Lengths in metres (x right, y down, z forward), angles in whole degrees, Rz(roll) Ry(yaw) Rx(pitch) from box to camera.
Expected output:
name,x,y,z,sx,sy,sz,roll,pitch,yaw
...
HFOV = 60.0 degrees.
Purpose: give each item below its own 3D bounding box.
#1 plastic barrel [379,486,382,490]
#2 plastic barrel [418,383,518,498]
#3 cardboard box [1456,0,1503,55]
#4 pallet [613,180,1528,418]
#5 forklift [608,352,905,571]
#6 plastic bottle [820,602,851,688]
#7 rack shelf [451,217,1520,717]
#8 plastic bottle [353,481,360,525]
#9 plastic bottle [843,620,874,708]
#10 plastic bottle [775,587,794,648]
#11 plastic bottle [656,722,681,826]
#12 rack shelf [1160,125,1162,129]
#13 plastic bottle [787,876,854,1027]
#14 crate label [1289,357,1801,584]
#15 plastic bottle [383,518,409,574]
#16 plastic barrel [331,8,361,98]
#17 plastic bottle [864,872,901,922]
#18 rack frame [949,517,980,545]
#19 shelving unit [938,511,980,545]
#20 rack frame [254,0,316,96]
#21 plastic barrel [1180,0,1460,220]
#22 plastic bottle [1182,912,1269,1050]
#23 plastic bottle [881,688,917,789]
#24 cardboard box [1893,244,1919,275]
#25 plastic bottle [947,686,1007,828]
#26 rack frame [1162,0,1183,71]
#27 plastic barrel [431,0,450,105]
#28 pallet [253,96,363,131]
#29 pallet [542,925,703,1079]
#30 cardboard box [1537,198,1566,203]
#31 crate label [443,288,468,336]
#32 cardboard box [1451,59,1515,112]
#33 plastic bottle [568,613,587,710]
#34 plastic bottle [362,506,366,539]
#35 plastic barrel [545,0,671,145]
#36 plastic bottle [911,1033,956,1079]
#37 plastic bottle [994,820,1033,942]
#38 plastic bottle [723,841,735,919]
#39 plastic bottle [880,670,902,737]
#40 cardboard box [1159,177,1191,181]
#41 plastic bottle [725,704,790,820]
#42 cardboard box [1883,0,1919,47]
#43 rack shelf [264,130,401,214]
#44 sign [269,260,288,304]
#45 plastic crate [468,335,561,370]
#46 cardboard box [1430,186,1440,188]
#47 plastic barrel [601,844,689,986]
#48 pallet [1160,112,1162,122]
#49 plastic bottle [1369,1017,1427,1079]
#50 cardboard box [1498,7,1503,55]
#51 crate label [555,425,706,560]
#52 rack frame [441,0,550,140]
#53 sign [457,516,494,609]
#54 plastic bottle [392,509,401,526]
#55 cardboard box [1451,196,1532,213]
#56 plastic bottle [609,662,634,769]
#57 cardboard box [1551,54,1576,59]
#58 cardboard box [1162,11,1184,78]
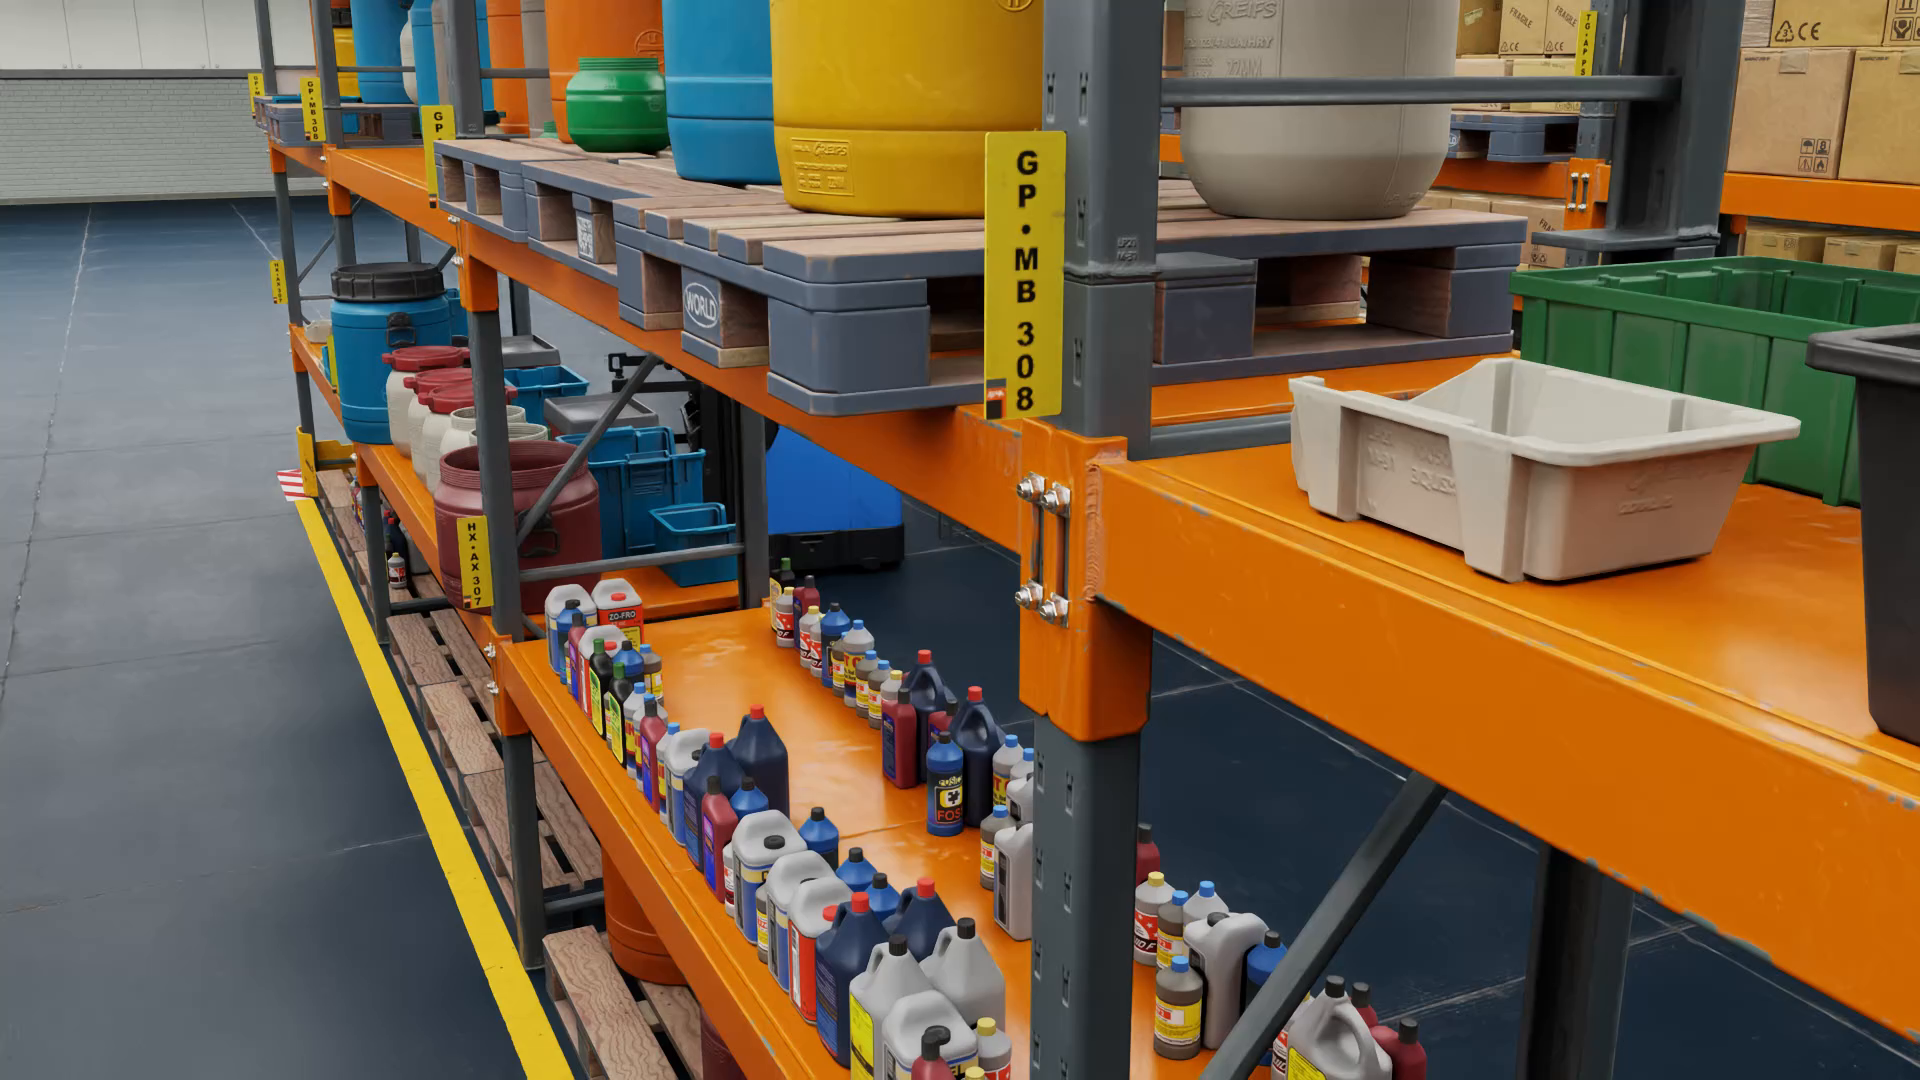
name,x,y,z,sx,sy,sz,roll,pitch,yaw
plastic barrel,-4.111,-0.623,12.233,0.421,0.512,0.421,0,16,0
plastic barrel,-2.203,-0.416,7.515,0.433,0.535,0.433,0,16,0
cardboard box,4.577,-4.692,15.193,0.500,0.500,0.500,-7,17,-23
pallet,0.138,-0.453,2.797,1.213,0.211,1.003,-8,18,-25
forklift,-1.942,-1.248,10.785,3.031,2.935,1.130,-4,16,-12
plastic bottle,-0.402,0.335,5.378,0.097,0.271,0.097,0,16,0
rack shelf,-0.307,-0.512,3.962,1.077,0.370,4.000,-8,18,-25
plastic bottle,-4.091,-0.256,11.330,0.061,0.283,0.133,-7,18,-24
plastic bottle,-0.317,0.384,5.209,0.097,0.271,0.097,0,16,0
plastic bottle,-0.588,0.263,5.755,0.097,0.201,0.097,0,16,0
plastic bottle,-0.752,0.615,4.403,0.097,0.271,0.097,0,16,0
rack shelf,0.643,-3.093,12.957,1.077,0.370,4.000,-8,18,-25
plastic bottle,-0.275,0.866,3.522,0.152,0.276,0.135,-8,18,-25
crate label,0.524,-0.079,1.627,0.293,0.136,0.466,-8,18,-25
plastic bottle,-3.477,0.033,10.201,0.144,0.351,0.185,-8,18,-26
plastic barrel,-4.074,-3.362,11.488,0.600,0.588,0.600,0,16,0
plastic bottle,-0.171,0.848,3.591,0.097,0.271,0.097,0,16,0
rack frame,0.034,-0.558,11.519,0.240,1.200,0.006,-8,18,-25
shelving unit,-0.006,-0.580,11.598,0.258,1.200,0.189,-8,18,-25
rack frame,-4.688,-4.779,12.090,1.000,3.000,0.127,-8,18,-25
plastic barrel,0.564,-0.790,2.619,0.433,0.535,0.433,0,16,0
plastic bottle,0.549,0.888,3.442,0.152,0.276,0.135,-8,18,-25
plastic bottle,-0.170,0.540,4.643,0.061,0.283,0.133,-8,18,-25
cardboard box,6.942,-1.790,11.571,0.700,0.500,0.500,-8,18,-25
plastic bottle,0.050,0.568,4.424,0.144,0.351,0.185,-8,18,-25
rack frame,1.519,-4.385,10.716,1.000,3.000,0.127,-8,18,-25
plastic barrel,-2.231,-2.324,8.065,0.600,0.901,0.600,0,16,0
pallet,-4.413,-3.029,11.774,1.003,0.211,1.213,-8,18,-25
pallet,-0.800,1.619,5.726,1.003,0.211,1.213,-8,18,-25
cardboard box,5.515,-2.793,14.923,0.500,0.500,0.500,-7,17,-23
crate label,-3.638,-1.489,11.436,0.502,0.435,0.616,-8,18,-25
cardboard box,2.776,-2.314,8.450,0.500,0.250,0.500,-7,17,-23
plastic bottle,-1.181,0.378,5.208,0.061,0.283,0.133,-8,18,-25
plastic bottle,-3.891,-0.148,10.977,0.097,0.271,0.097,0,16,0
plastic barrel,-0.937,-1.621,4.982,0.600,0.830,0.708,-8,18,-25
plastic bottle,-0.036,1.026,2.950,0.061,0.283,0.133,-8,18,-25
plastic bottle,0.167,0.768,3.862,0.152,0.276,0.135,-8,18,-25
plastic bottle,-0.511,0.785,3.937,0.097,0.201,0.097,0,16,0
plastic bottle,-0.189,0.490,4.967,0.097,0.201,0.097,0,16,0
cardboard box,1.319,-2.282,11.732,0.700,0.500,0.500,-8,18,-25
plastic bottle,-0.532,0.591,4.344,0.144,0.351,0.185,-8,18,-25
cardboard box,3.903,-2.118,6.261,0.500,0.500,0.500,-8,18,-25
rack shelf,-3.812,-2.495,10.875,1.077,0.370,4.000,-8,18,-25
sign,-5.184,-1.963,12.651,0.100,0.325,0.005,-8,18,-25
plastic crate,-2.448,-0.851,9.163,0.402,0.464,0.583,-8,18,-25
cardboard box,4.615,-3.299,16.686,0.500,0.500,0.500,-8,18,-26
plastic barrel,-0.954,1.049,5.831,0.600,0.830,0.708,-8,18,-25
pallet,1.122,-3.109,11.868,1.003,0.211,1.213,-8,18,-25
plastic bottle,0.792,0.994,3.061,0.061,0.283,0.133,-8,18,-25
cardboard box,4.891,-4.863,15.792,0.500,0.500,0.500,-6,17,-21
crate label,-1.375,-0.208,6.972,0.502,0.435,0.616,-8,18,-25
rack frame,-1.183,-2.795,5.177,1.000,3.000,0.127,-8,18,-25
sign,-1.675,0.078,5.745,0.100,0.325,0.005,-8,18,-25
plastic bottle,-3.621,-0.081,10.720,0.061,0.283,0.133,-8,18,-25
cardboard box,4.822,-2.857,15.143,0.500,0.500,0.500,-7,17,-23
plastic bottle,-0.963,0.501,4.777,0.061,0.283,0.133,-8,18,-25
cardboard box,5.317,-3.822,13.977,0.500,0.500,0.500,-9,18,-30
cardboard box,1.535,-3.417,11.585,0.500,0.500,0.500,-6,17,-20
